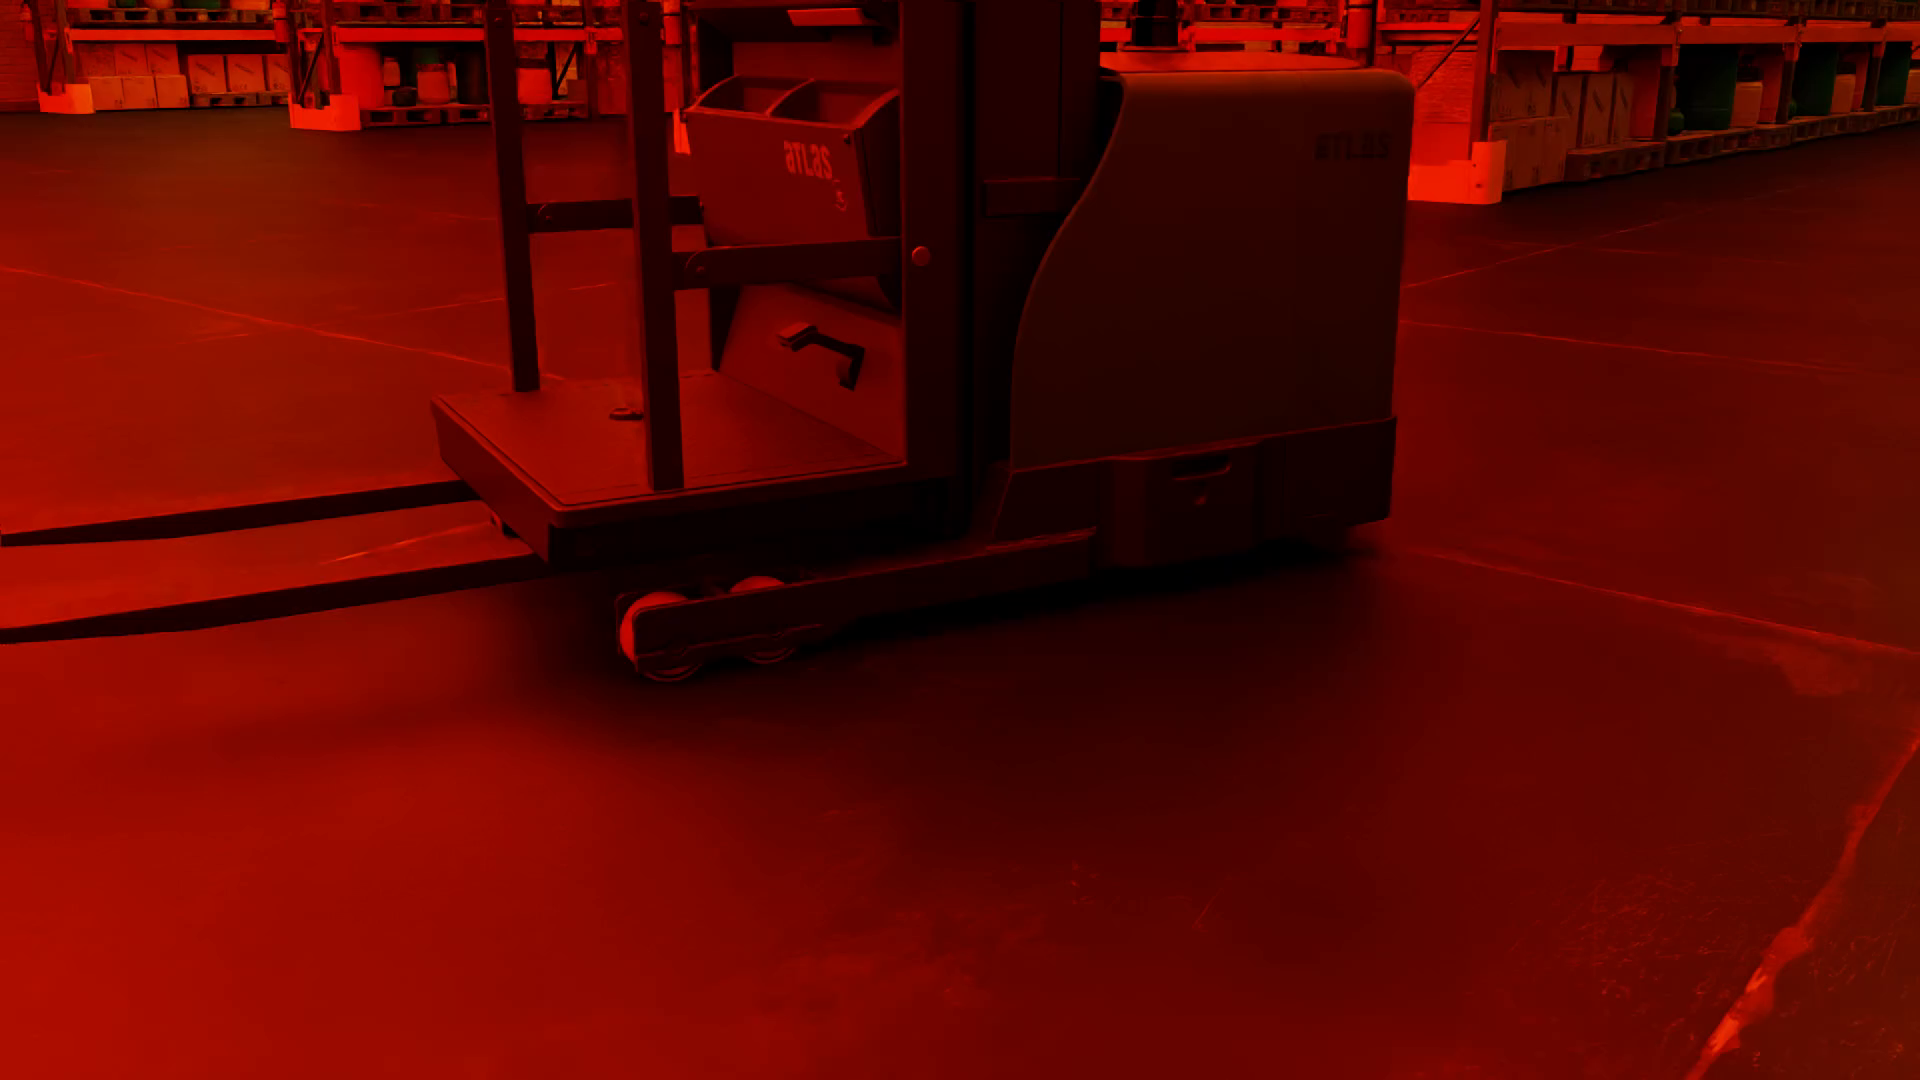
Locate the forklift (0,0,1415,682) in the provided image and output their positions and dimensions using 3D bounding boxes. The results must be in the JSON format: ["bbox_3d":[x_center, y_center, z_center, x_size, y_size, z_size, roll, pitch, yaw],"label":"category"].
[{"bbox_3d":[-0.535,-1.314,3.225,3.031,2.935,1.130,-9,19,-27],"label":"forklift"}]
